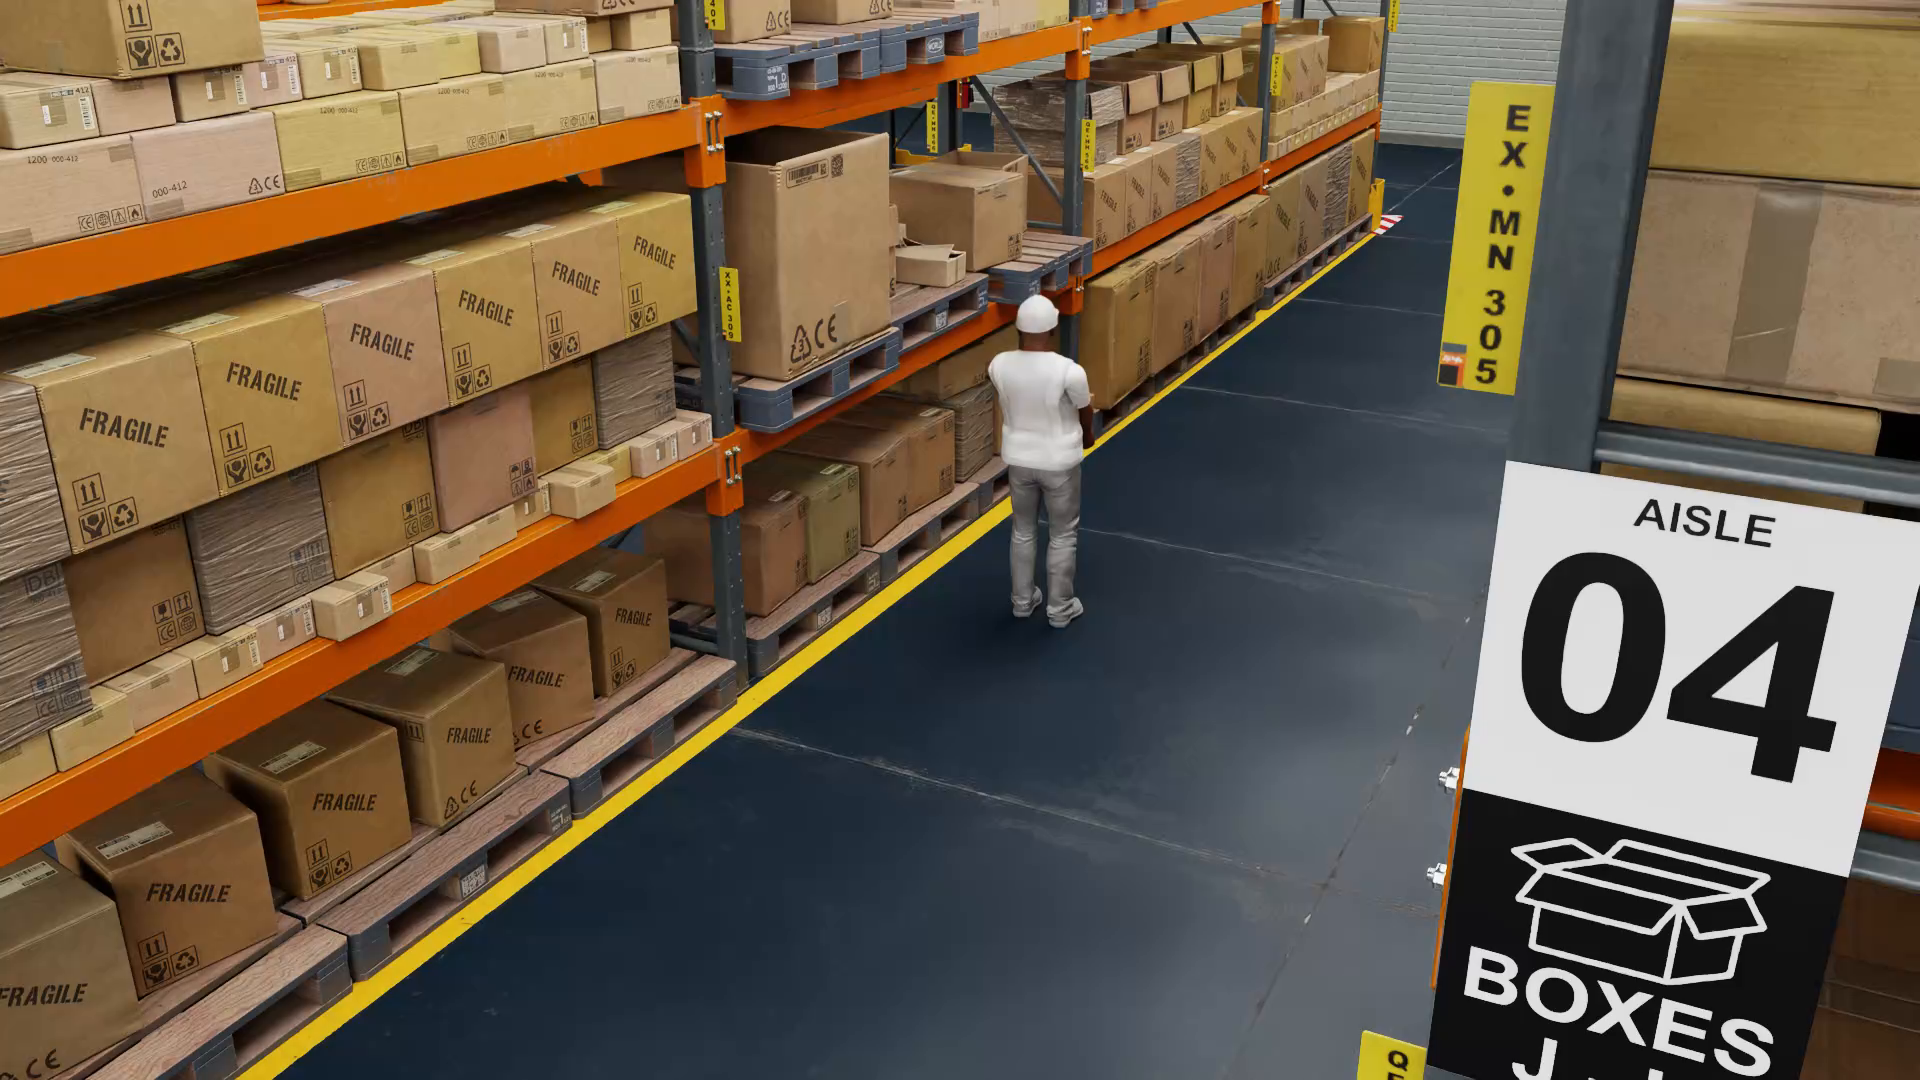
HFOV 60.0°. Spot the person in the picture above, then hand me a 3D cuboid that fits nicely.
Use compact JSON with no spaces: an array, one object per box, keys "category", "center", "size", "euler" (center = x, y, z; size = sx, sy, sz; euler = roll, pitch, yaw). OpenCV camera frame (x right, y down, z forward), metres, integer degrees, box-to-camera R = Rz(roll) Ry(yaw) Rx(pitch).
[{"category":"person","center":[0.447,-0.437,8.620],"size":[0.503,1.760,0.576],"euler":[10,25,22]}]
